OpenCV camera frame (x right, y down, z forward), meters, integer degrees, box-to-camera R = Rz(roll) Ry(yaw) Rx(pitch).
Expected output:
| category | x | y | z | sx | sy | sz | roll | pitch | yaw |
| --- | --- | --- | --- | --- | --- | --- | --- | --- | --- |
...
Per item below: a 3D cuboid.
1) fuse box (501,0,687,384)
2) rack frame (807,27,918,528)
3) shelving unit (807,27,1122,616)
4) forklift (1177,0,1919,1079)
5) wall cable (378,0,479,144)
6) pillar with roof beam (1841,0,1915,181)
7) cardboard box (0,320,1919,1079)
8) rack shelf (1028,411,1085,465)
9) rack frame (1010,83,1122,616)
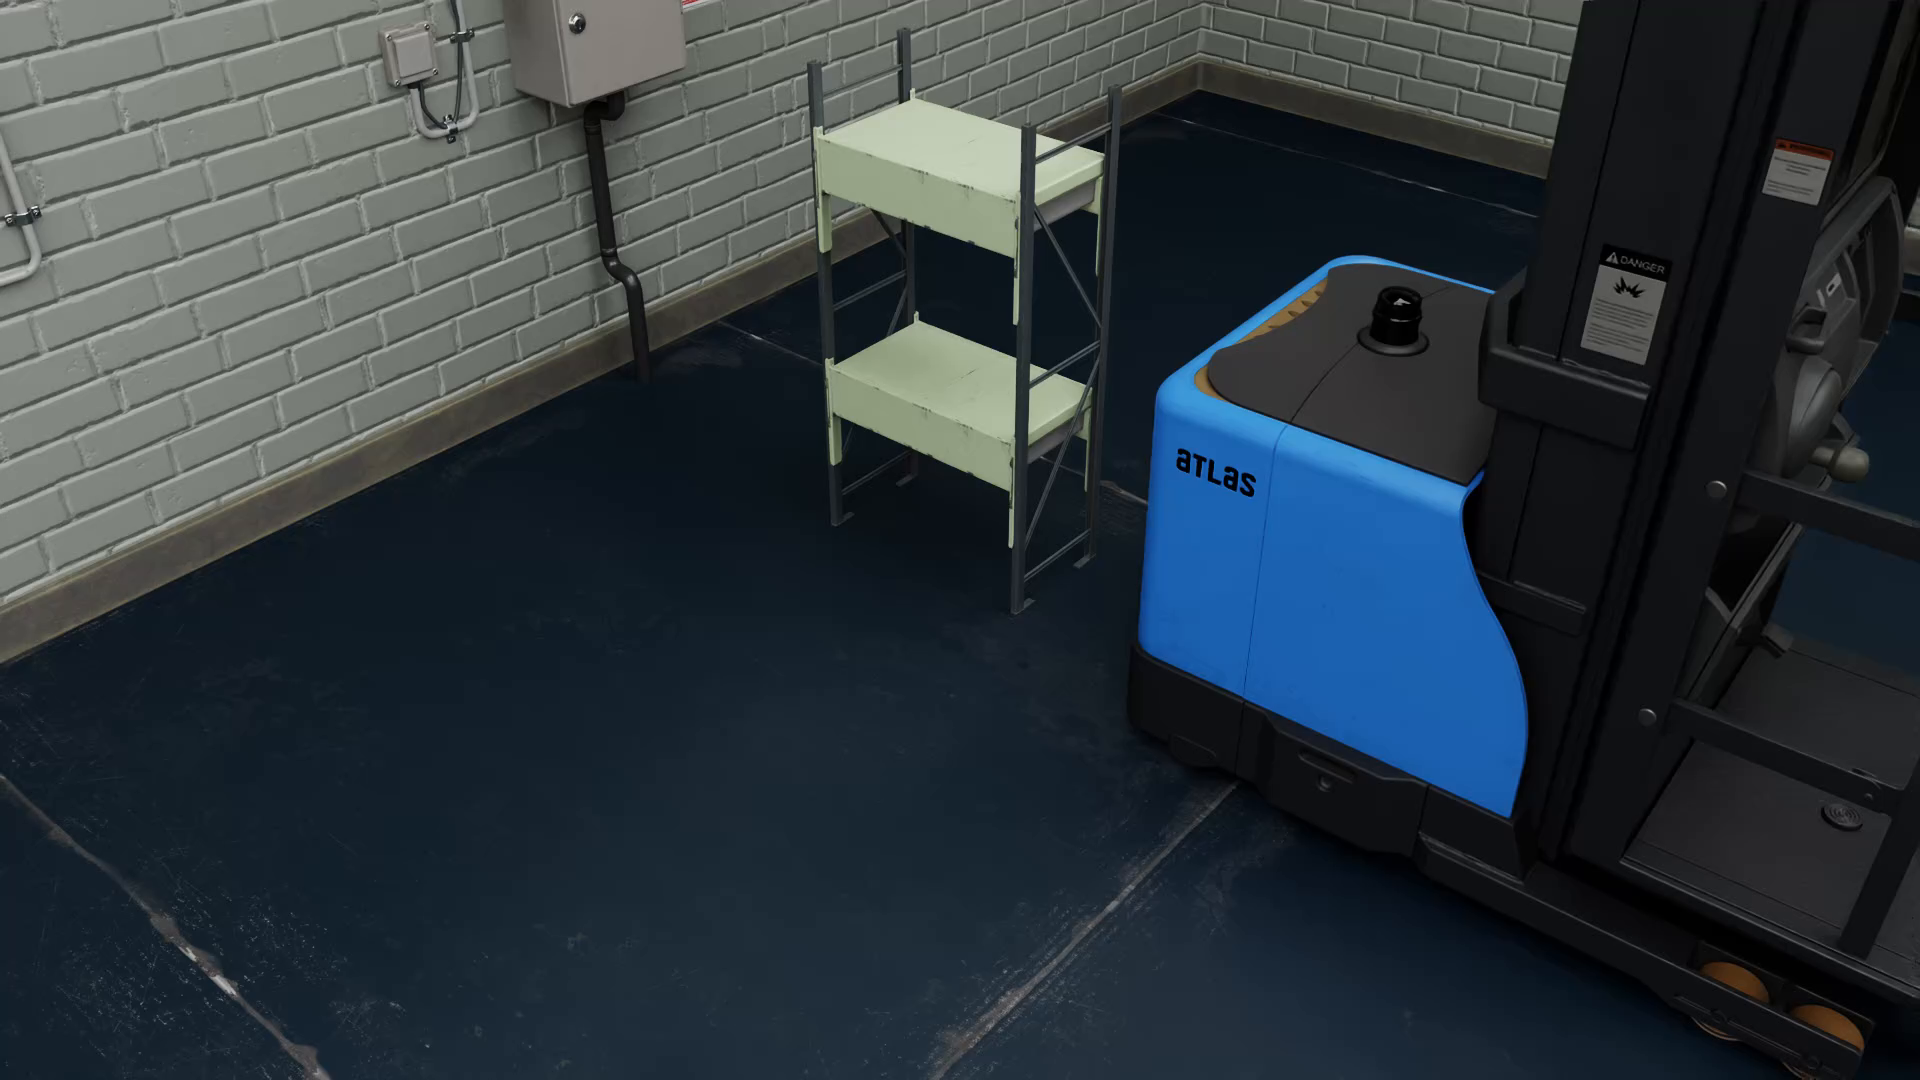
| category | x | y | z | sx | sy | sz | roll | pitch | yaw |
| --- | --- | --- | --- | --- | --- | --- | --- | --- | --- |
| fuse box | -1.118 | -1.294 | 5.622 | 0.414 | 1.711 | 0.539 | 25 | 42 | 32 |
| rack frame | -0.276 | -0.748 | 5.015 | 0.023 | 1.500 | 0.400 | 25 | 42 | 32 |
| shelving unit | 0.005 | -0.616 | 4.822 | 0.755 | 1.500 | 0.400 | 25 | 42 | 32 |
| forklift | 1.951 | -0.331 | 3.220 | 2.937 | 2.843 | 1.107 | 24 | 41 | 31 |
| wall cable | -1.676 | -2.004 | 4.621 | 0.122 | 1.984 | 0.588 | 25 | 42 | 32 |
| pillar with roof beam | 0.697 | -3.061 | 1.758 | 0.400 | 9.000 | 9.100 | 25 | 42 | 32 |
| cardboard box | 2.303 | 2.200 | 0.678 | 13.522 | 1.550 | 6.103 | 24 | 41 | 31 |
| rack shelf | 0.005 | -0.406 | 4.966 | 0.664 | 0.071 | 0.332 | 25 | 42 | 32 |
| rack frame | 0.286 | -0.483 | 4.629 | 0.023 | 1.500 | 0.400 | 25 | 42 | 32 |
